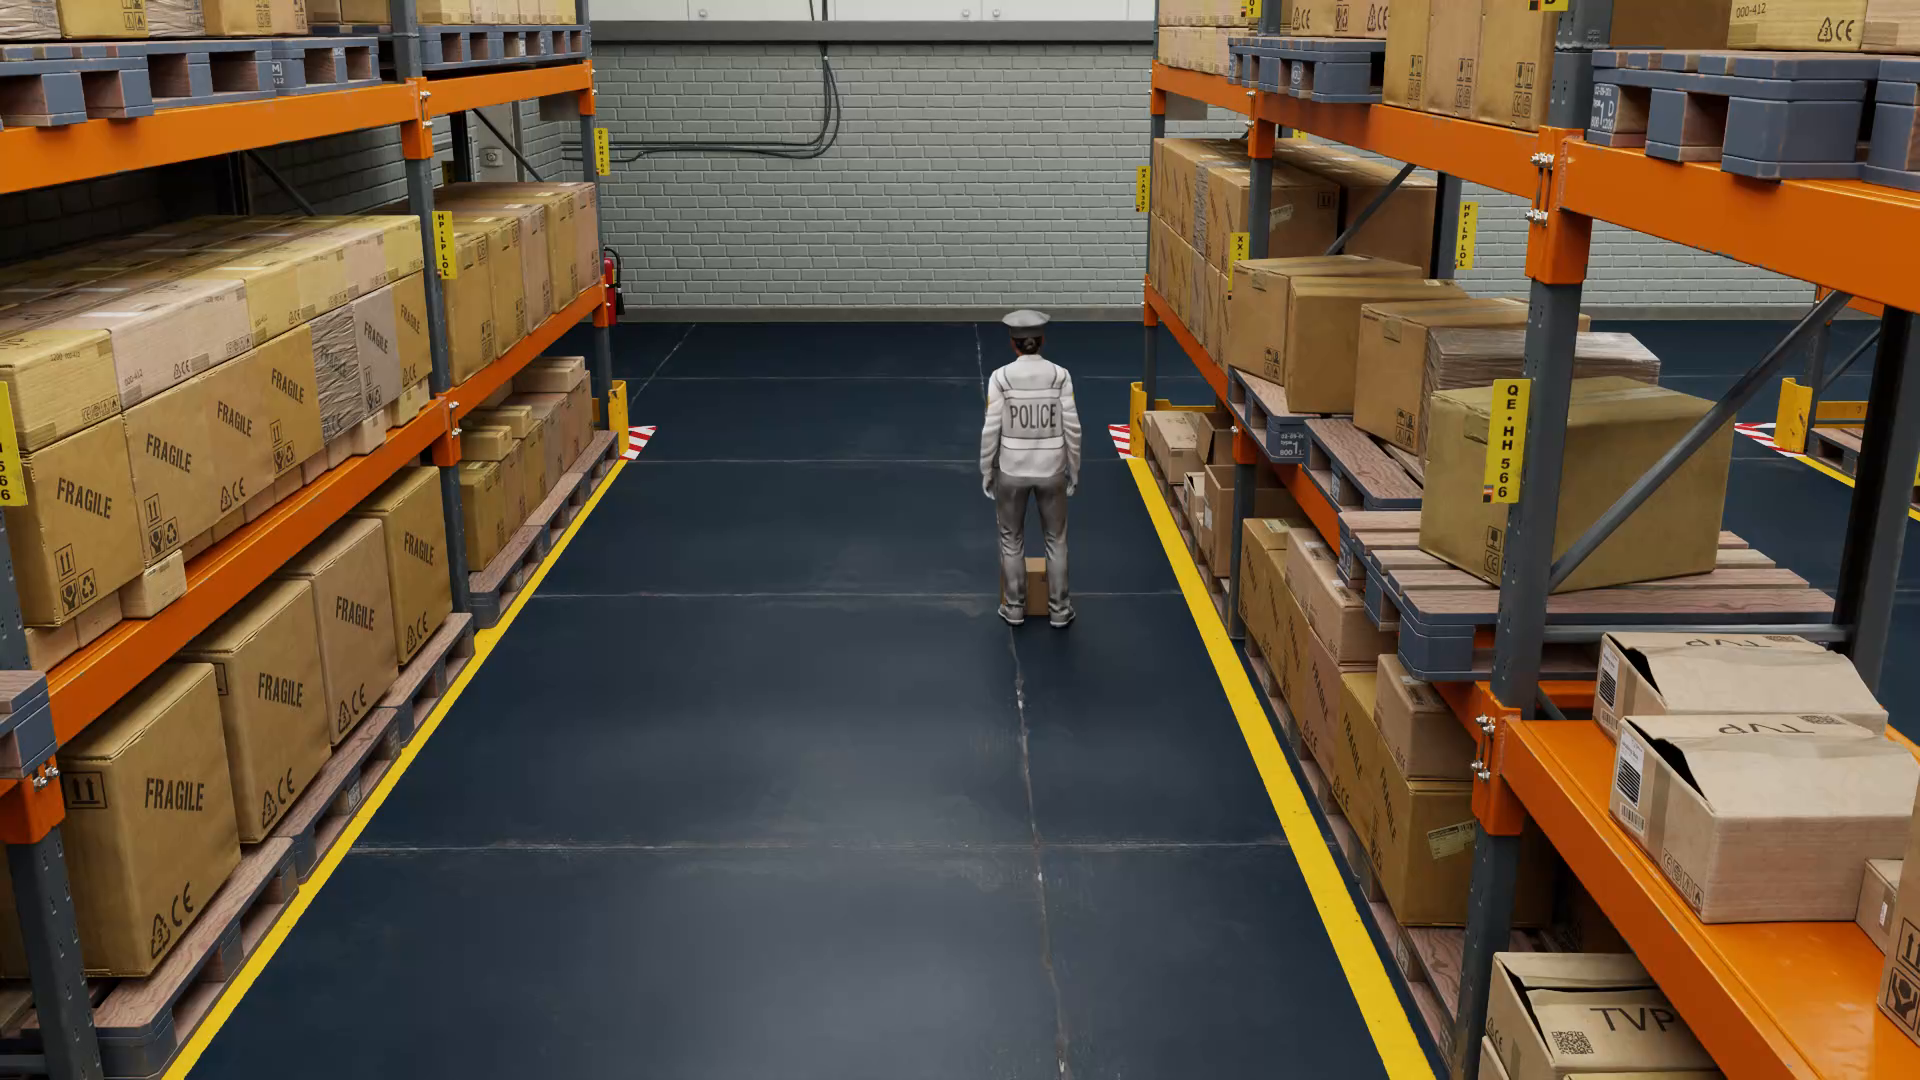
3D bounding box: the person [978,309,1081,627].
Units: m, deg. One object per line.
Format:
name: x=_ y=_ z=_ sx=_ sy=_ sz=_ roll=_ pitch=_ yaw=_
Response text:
person: x=0.361 y=-0.354 z=8.684 sx=0.539 sy=1.662 sz=0.414 roll=-1 pitch=17 yaw=-4
